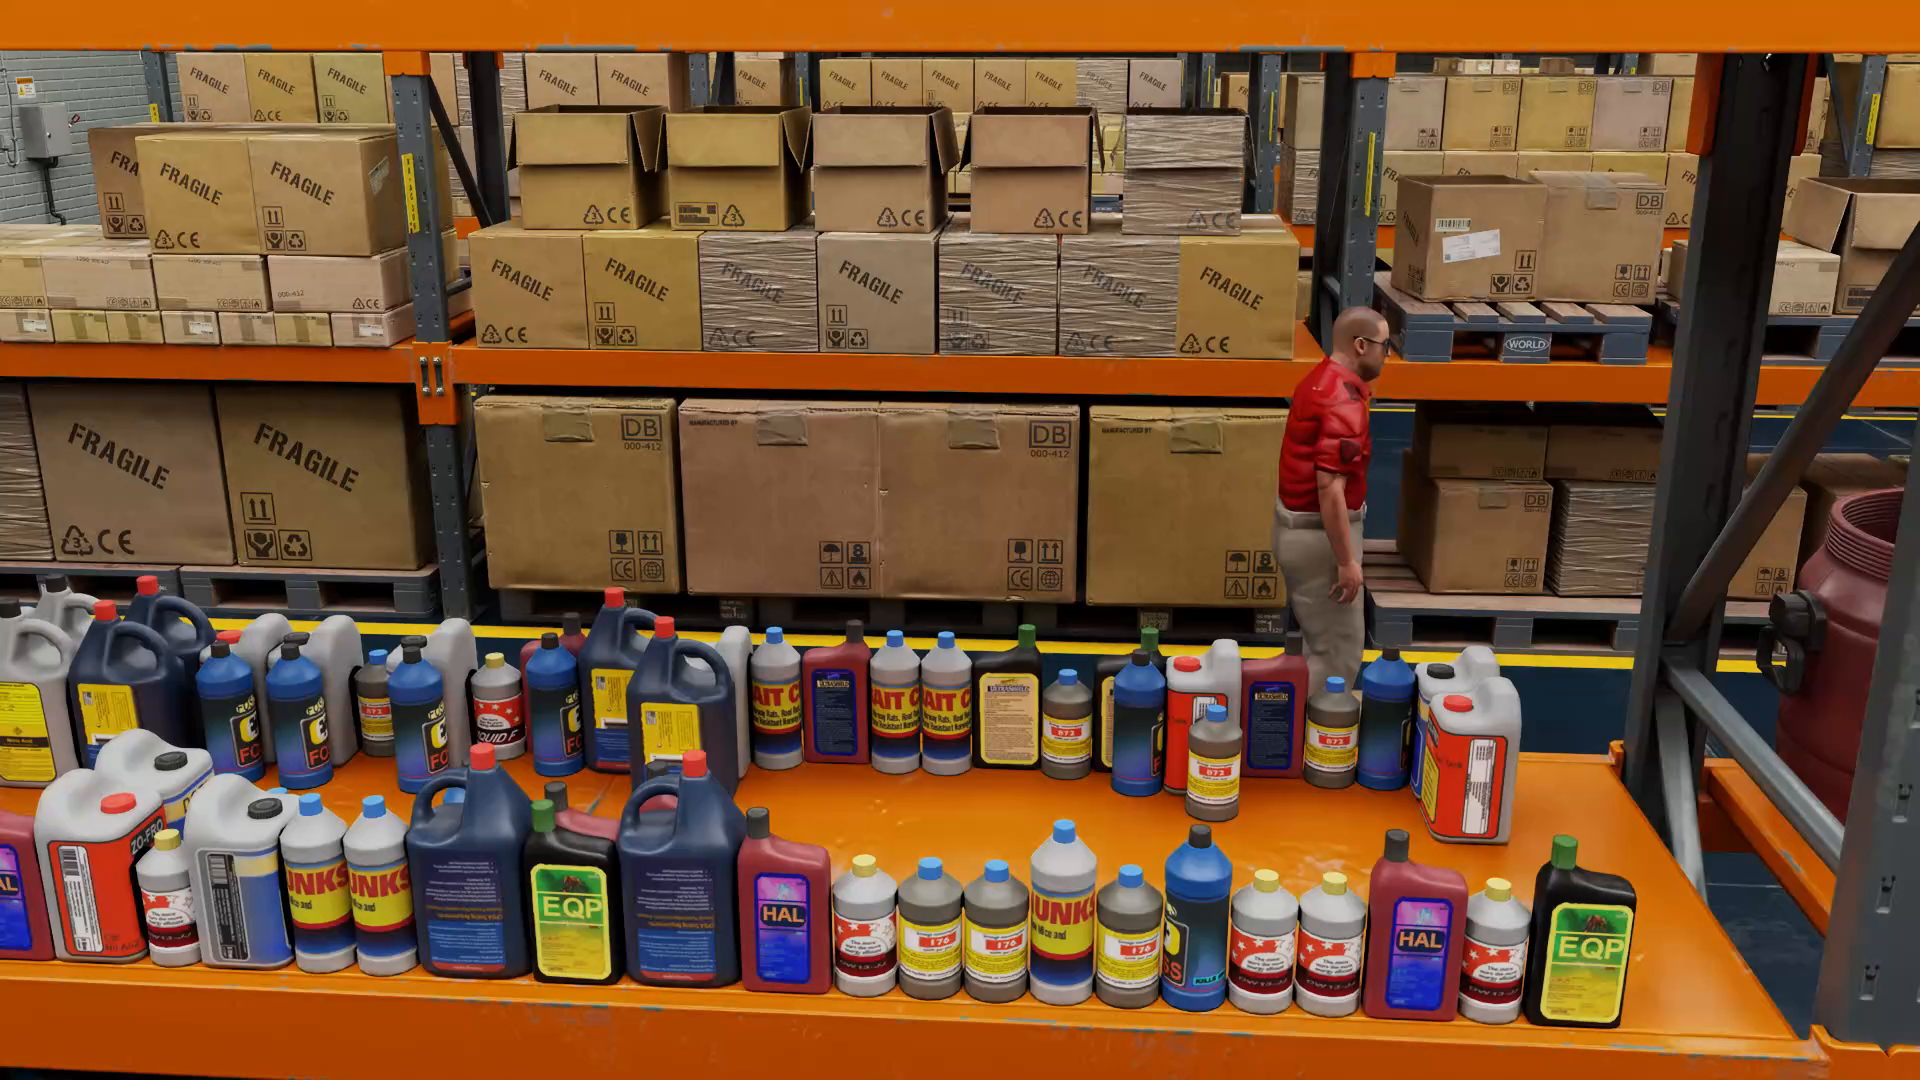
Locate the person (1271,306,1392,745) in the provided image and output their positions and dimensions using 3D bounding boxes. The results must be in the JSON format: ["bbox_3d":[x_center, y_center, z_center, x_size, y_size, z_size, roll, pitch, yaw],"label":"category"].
[{"bbox_3d":[1.334,0.019,6.013,0.392,1.725,0.588,1,17,2],"label":"person"}]
